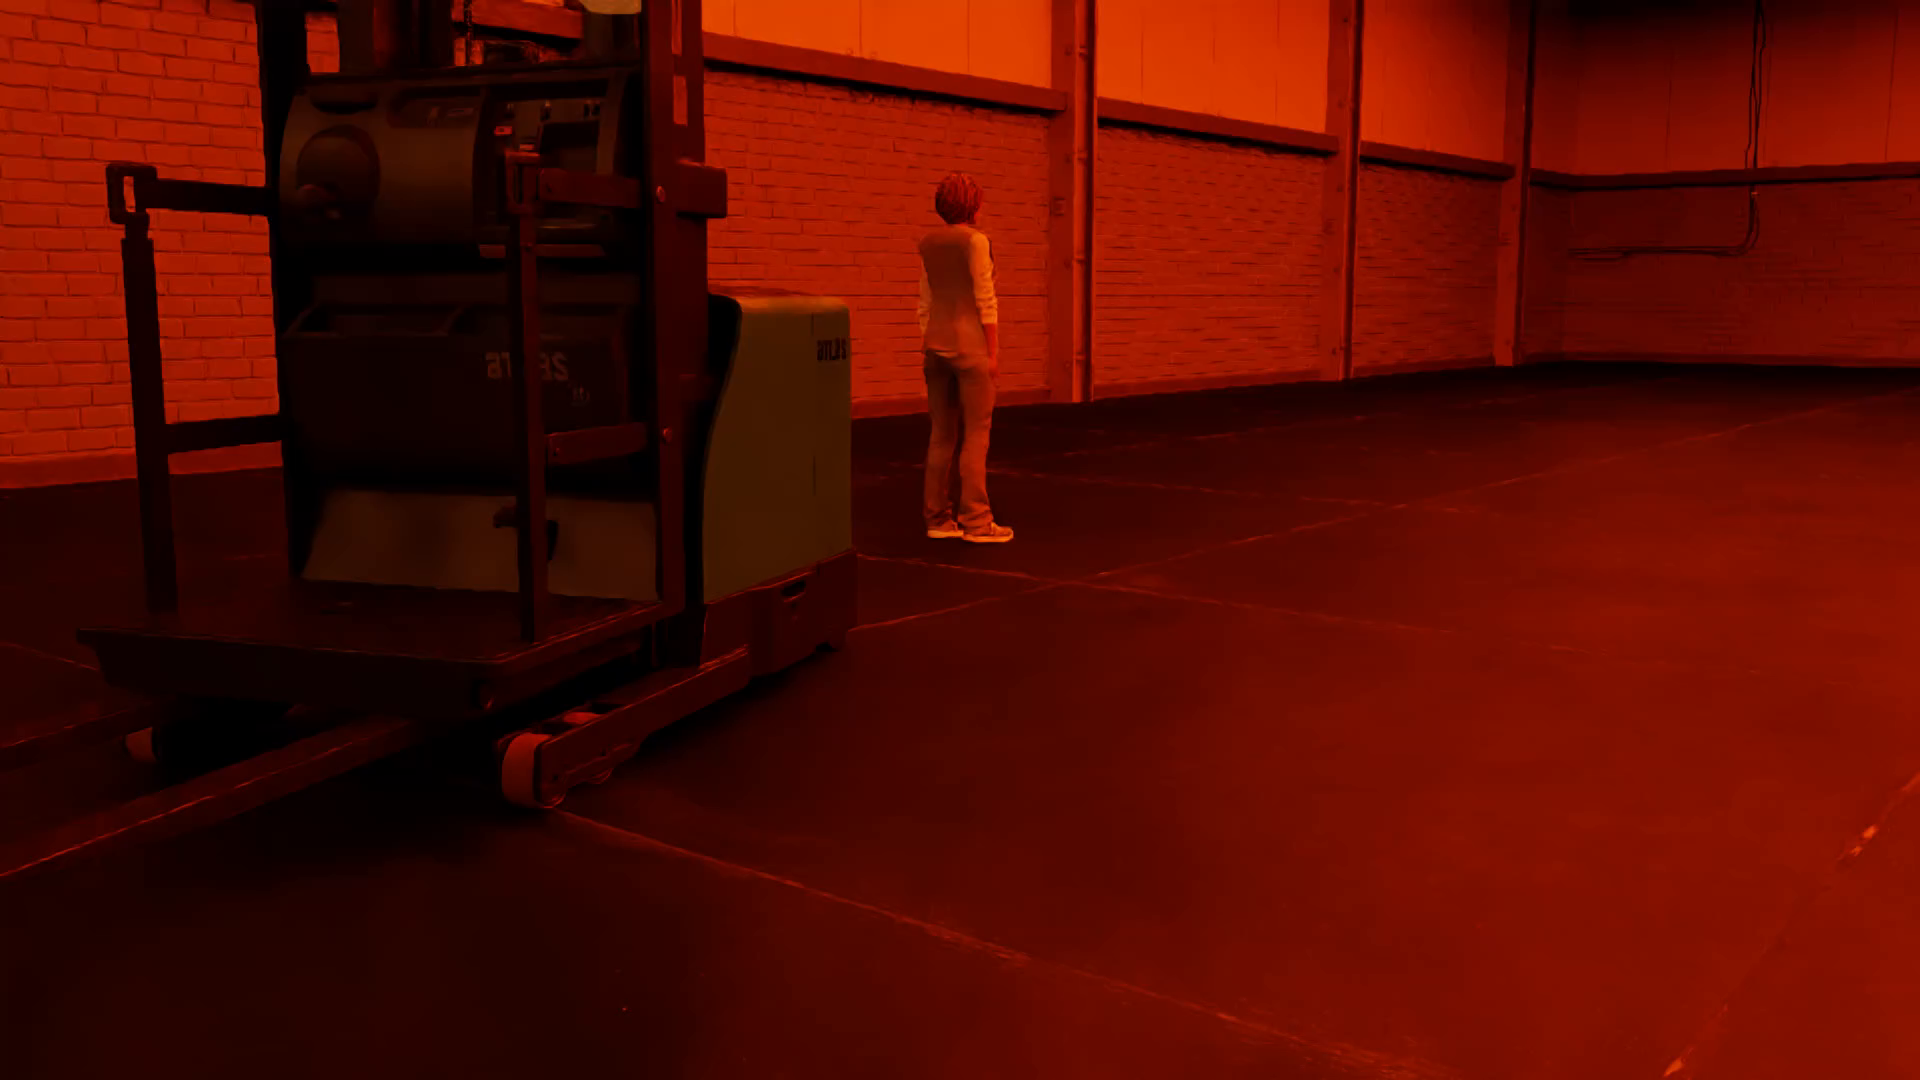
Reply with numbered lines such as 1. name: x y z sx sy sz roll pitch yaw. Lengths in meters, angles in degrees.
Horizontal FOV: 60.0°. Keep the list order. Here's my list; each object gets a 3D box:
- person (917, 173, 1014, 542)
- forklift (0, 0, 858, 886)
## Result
1. person: 0.005 -0.793 7.296 0.405 1.604 0.310 7 11 38
2. forklift: -1.274 -0.945 3.740 1.130 2.935 3.031 3 9 19
